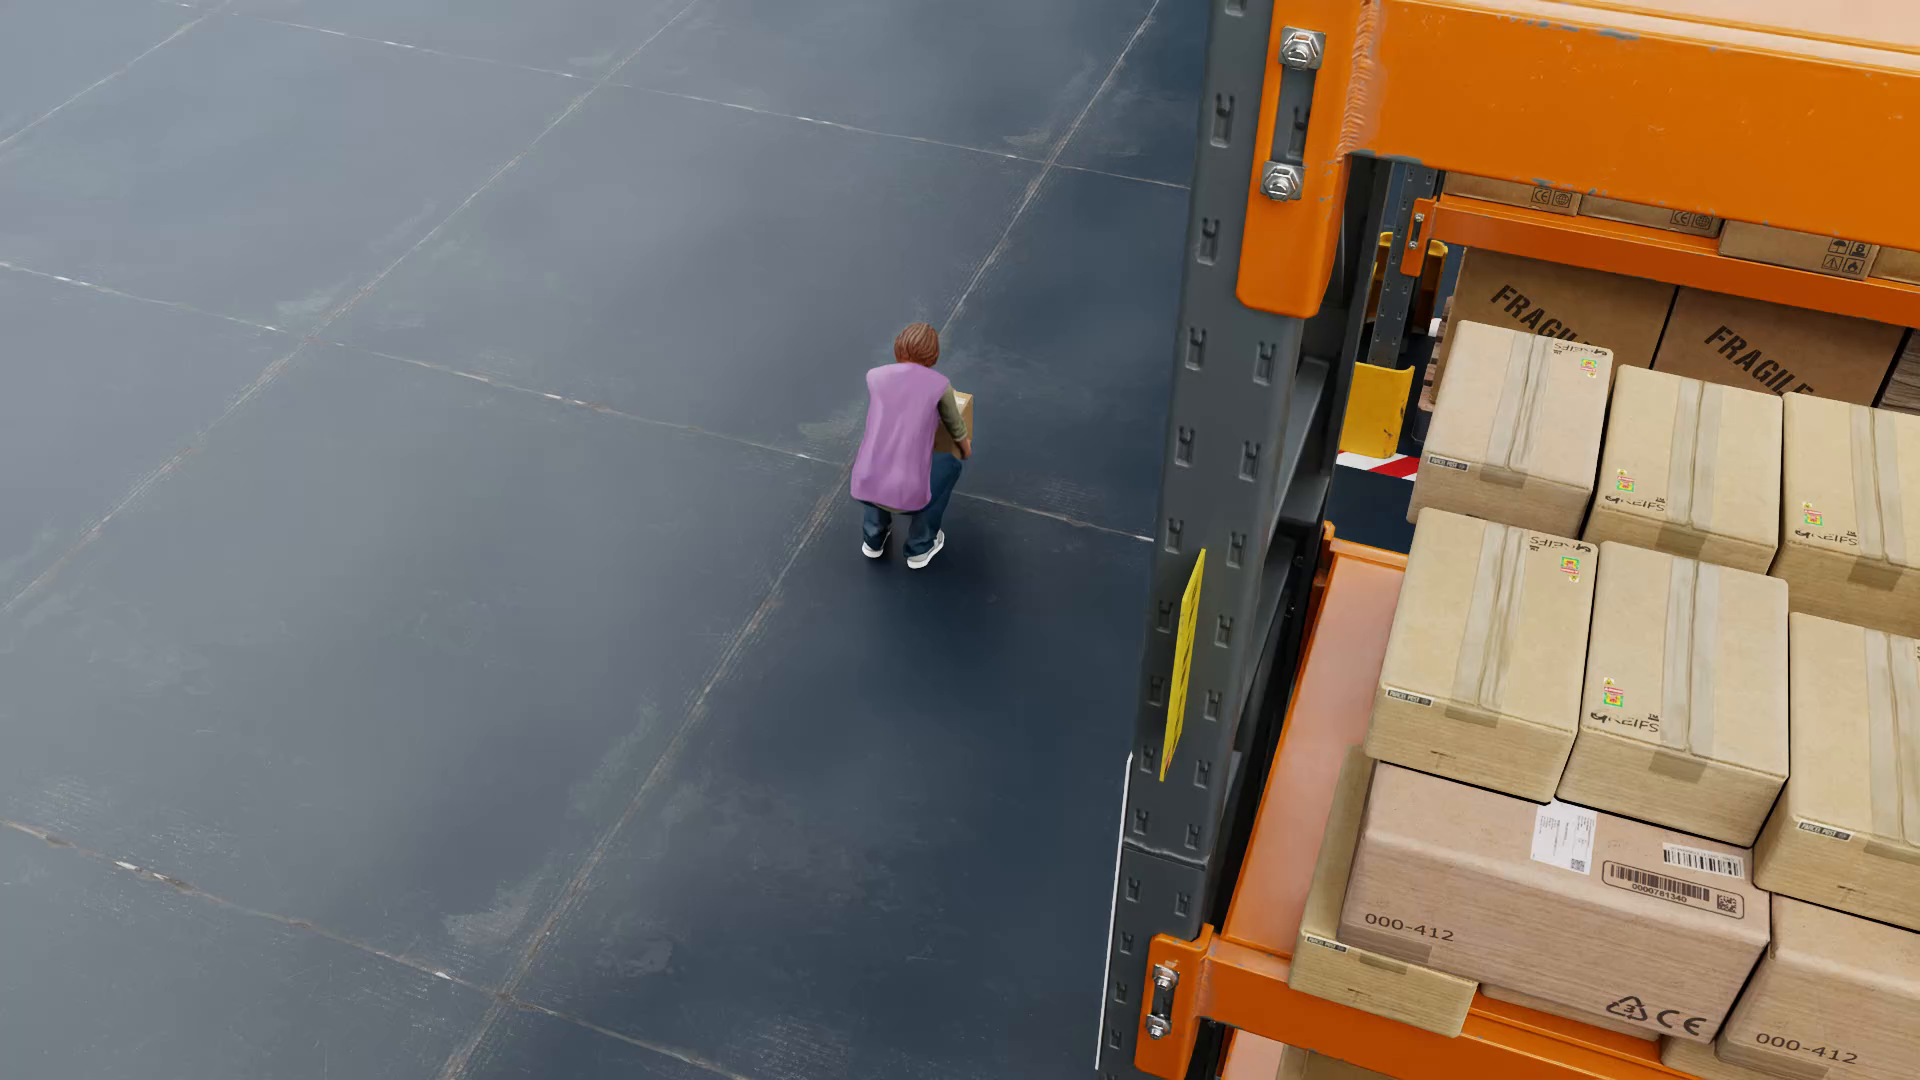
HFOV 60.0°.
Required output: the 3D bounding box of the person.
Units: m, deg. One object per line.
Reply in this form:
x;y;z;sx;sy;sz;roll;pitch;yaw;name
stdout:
-0.216;-0.387;7.114;0.420;0.911;0.829;13;44;14;person
